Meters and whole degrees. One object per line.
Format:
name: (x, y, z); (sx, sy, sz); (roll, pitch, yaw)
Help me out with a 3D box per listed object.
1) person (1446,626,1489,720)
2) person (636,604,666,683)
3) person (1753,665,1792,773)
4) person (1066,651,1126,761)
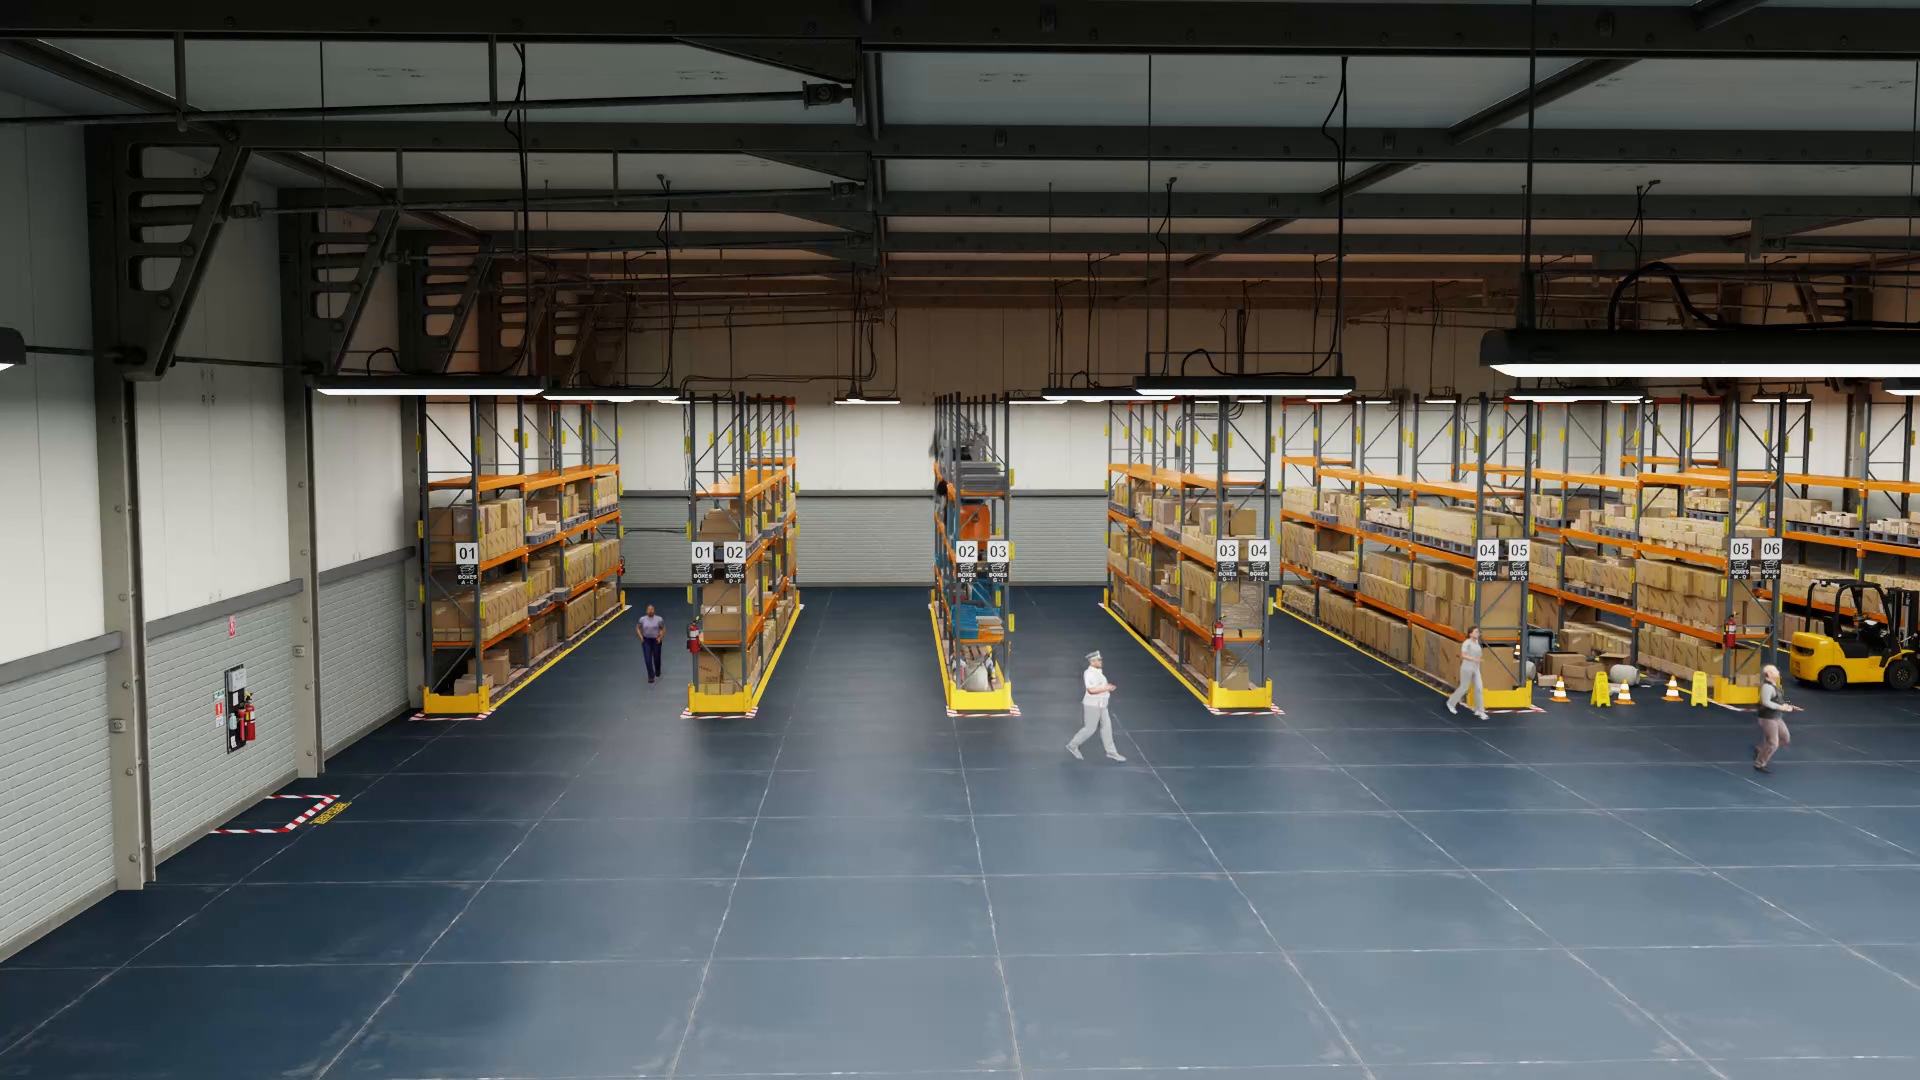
person: (9.418, 2.418, 30.702); (0.589, 1.693, 0.862); (-3, 6, -36)
person: (-6.445, 2.151, 34.657); (0.614, 1.606, 0.578); (-1, 5, -9)
person: (12.713, 2.795, 25.990); (0.555, 1.691, 0.708); (3, 6, 34)
person: (2.190, 2.662, 26.732); (0.957, 1.771, 0.658); (2, 5, 21)
